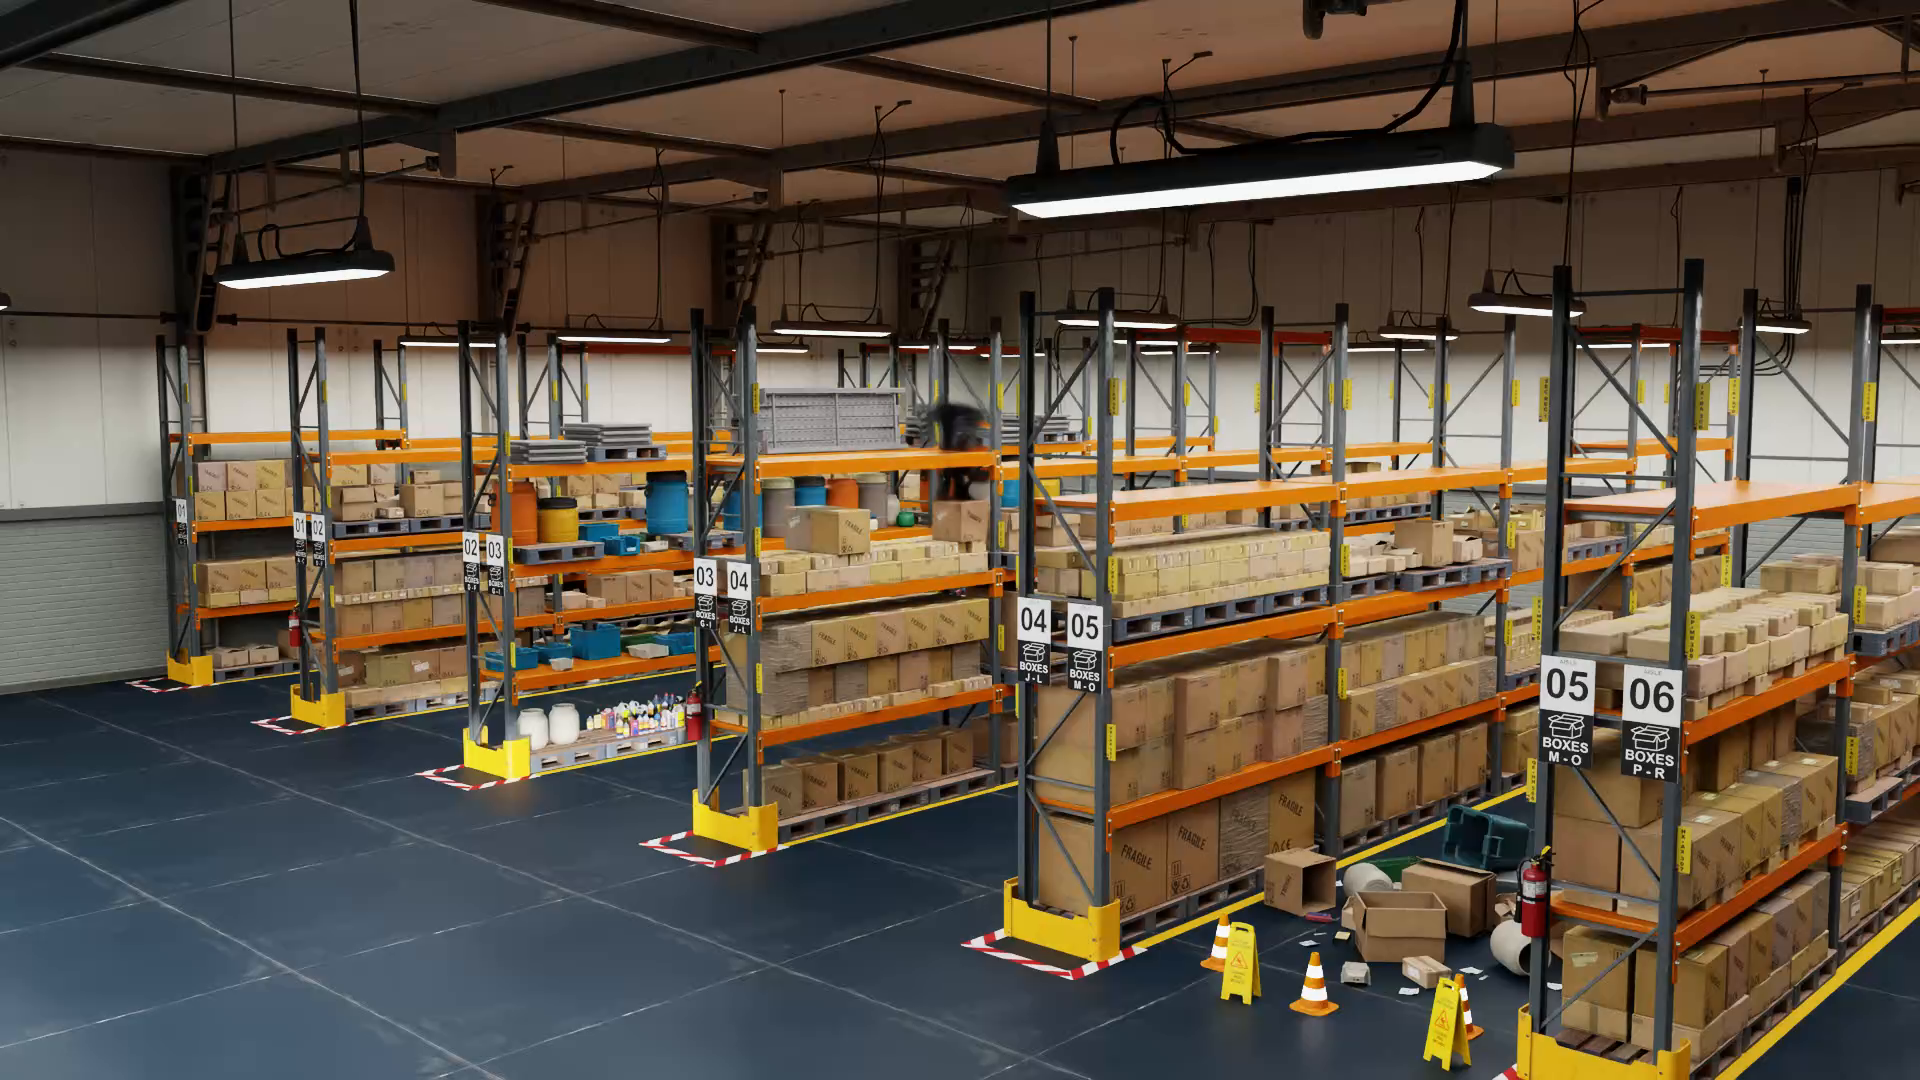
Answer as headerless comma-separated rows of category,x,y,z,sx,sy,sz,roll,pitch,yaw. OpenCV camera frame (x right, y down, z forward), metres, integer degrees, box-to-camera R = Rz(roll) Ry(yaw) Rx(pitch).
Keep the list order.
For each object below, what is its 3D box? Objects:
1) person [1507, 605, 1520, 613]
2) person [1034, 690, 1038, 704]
person,9.220,1.801,27.871,0.640,1.500,0.831,3,6,26
person,1.467,1.911,25.957,1.114,1.586,0.720,-3,6,-33
